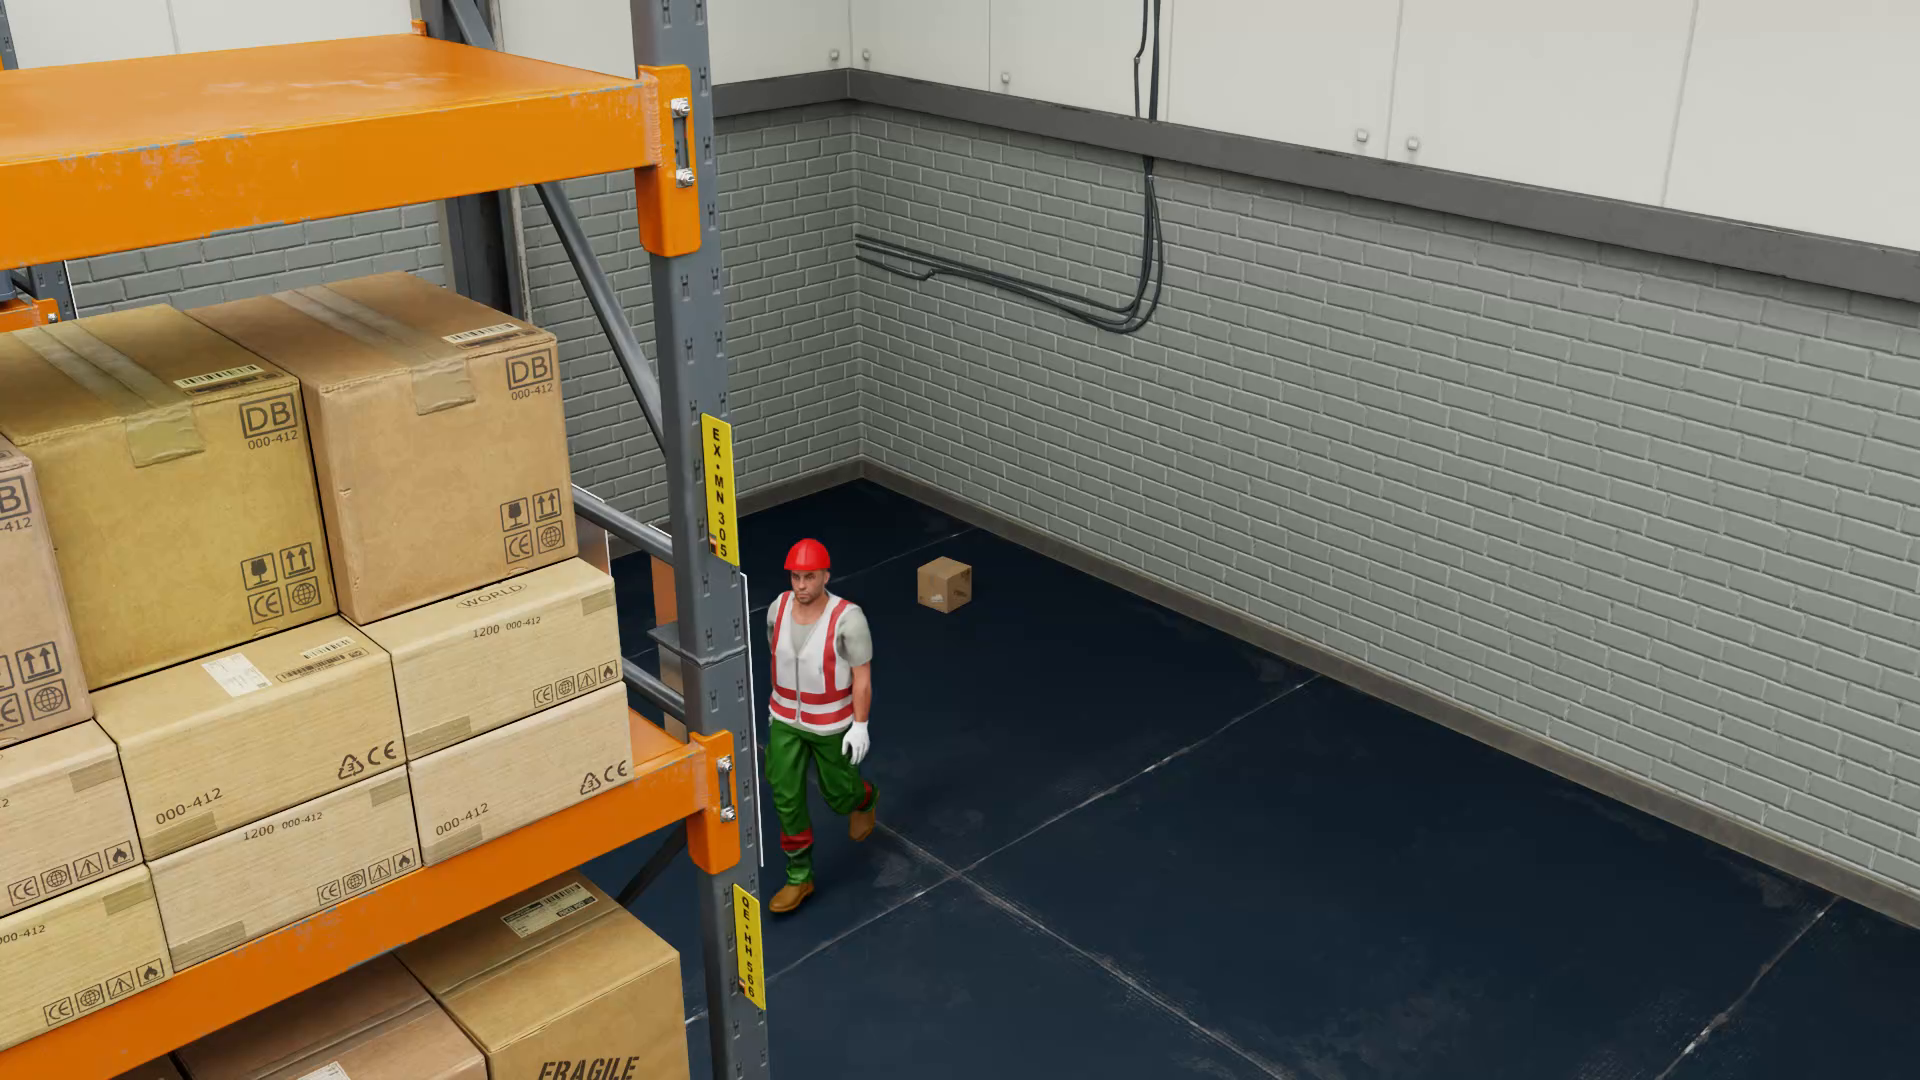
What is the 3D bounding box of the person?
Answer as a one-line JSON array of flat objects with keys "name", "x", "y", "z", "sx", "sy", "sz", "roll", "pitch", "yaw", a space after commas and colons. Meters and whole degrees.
[{"name": "person", "x": -0.653, "y": 0.813, "z": 7.732, "sx": 0.555, "sy": 1.766, "sz": 0.842, "roll": 9, "pitch": 26, "yaw": 19}]
